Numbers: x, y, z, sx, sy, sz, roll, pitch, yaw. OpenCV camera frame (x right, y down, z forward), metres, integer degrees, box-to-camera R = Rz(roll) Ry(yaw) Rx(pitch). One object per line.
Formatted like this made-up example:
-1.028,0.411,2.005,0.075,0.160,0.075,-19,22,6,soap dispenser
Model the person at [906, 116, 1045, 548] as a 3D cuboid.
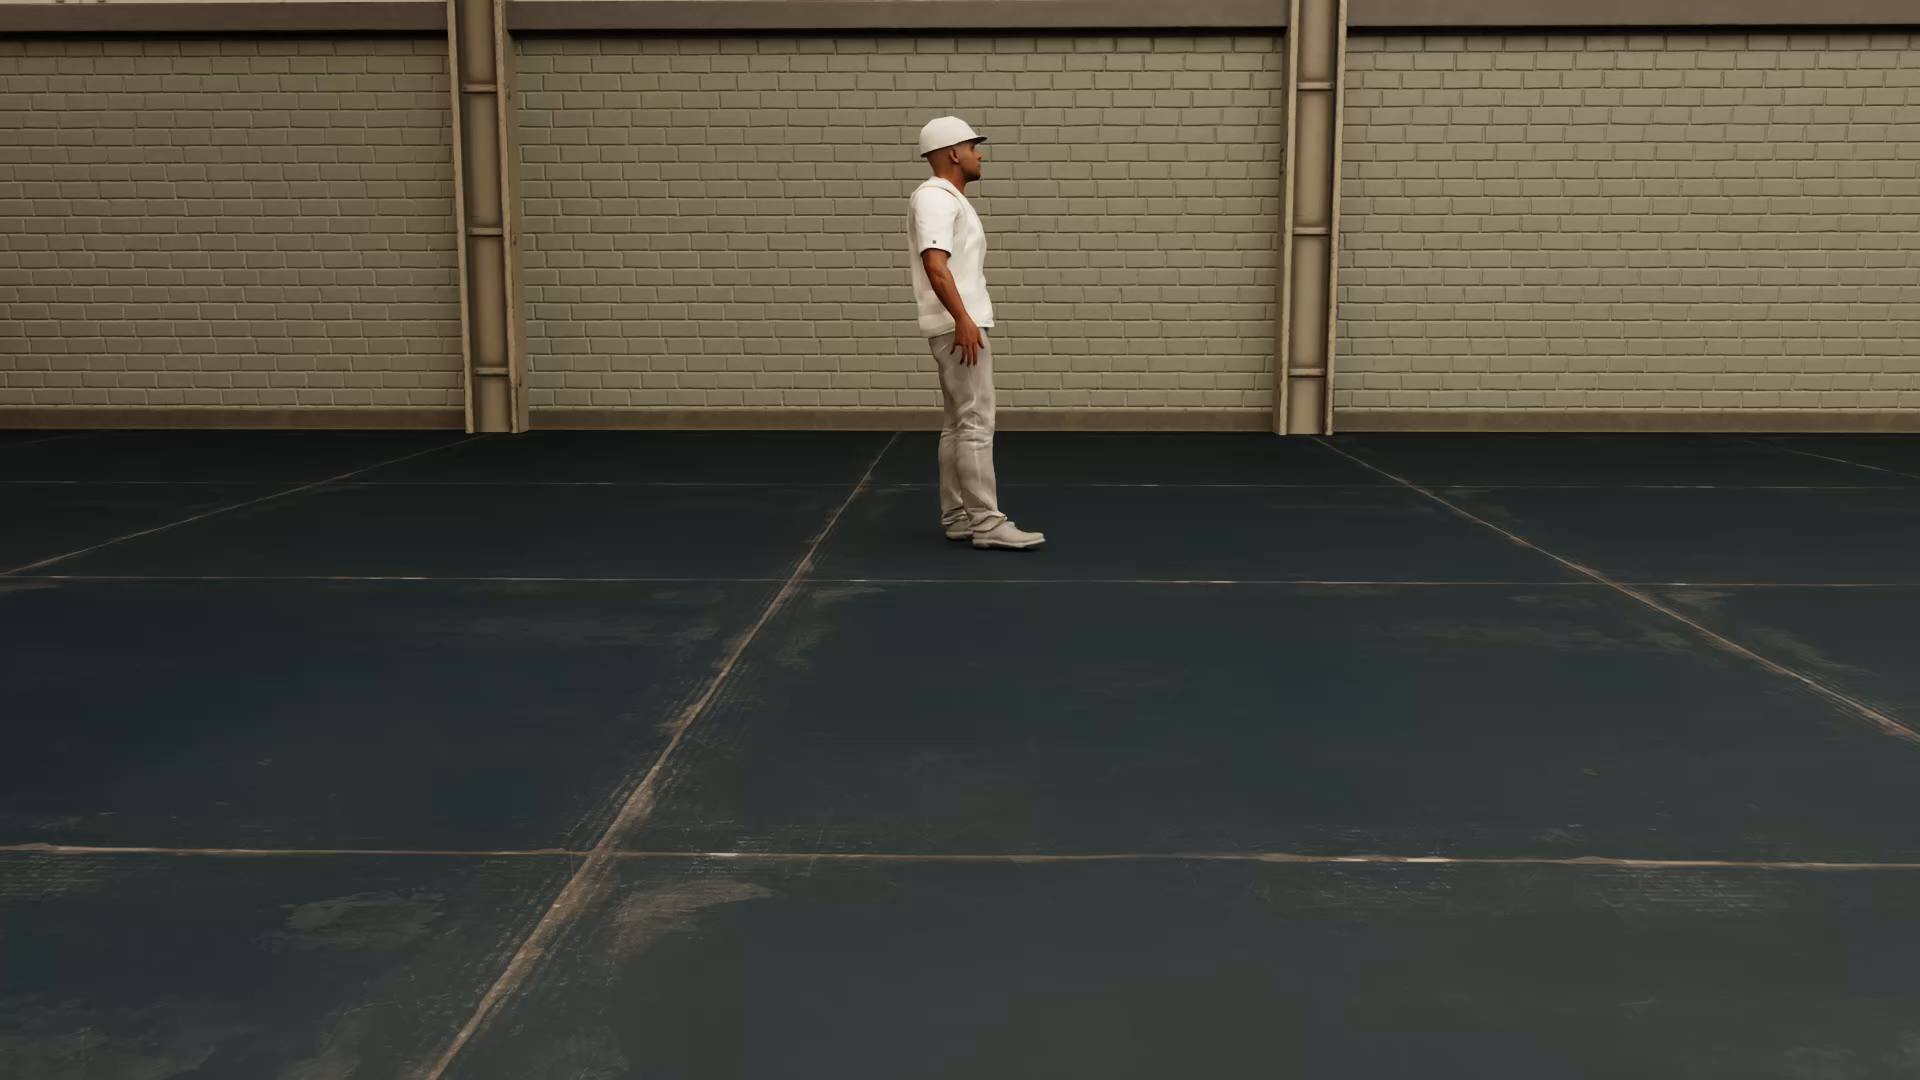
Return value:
0.069,-0.879,6.985,0.577,1.765,0.665,0,9,1,person
